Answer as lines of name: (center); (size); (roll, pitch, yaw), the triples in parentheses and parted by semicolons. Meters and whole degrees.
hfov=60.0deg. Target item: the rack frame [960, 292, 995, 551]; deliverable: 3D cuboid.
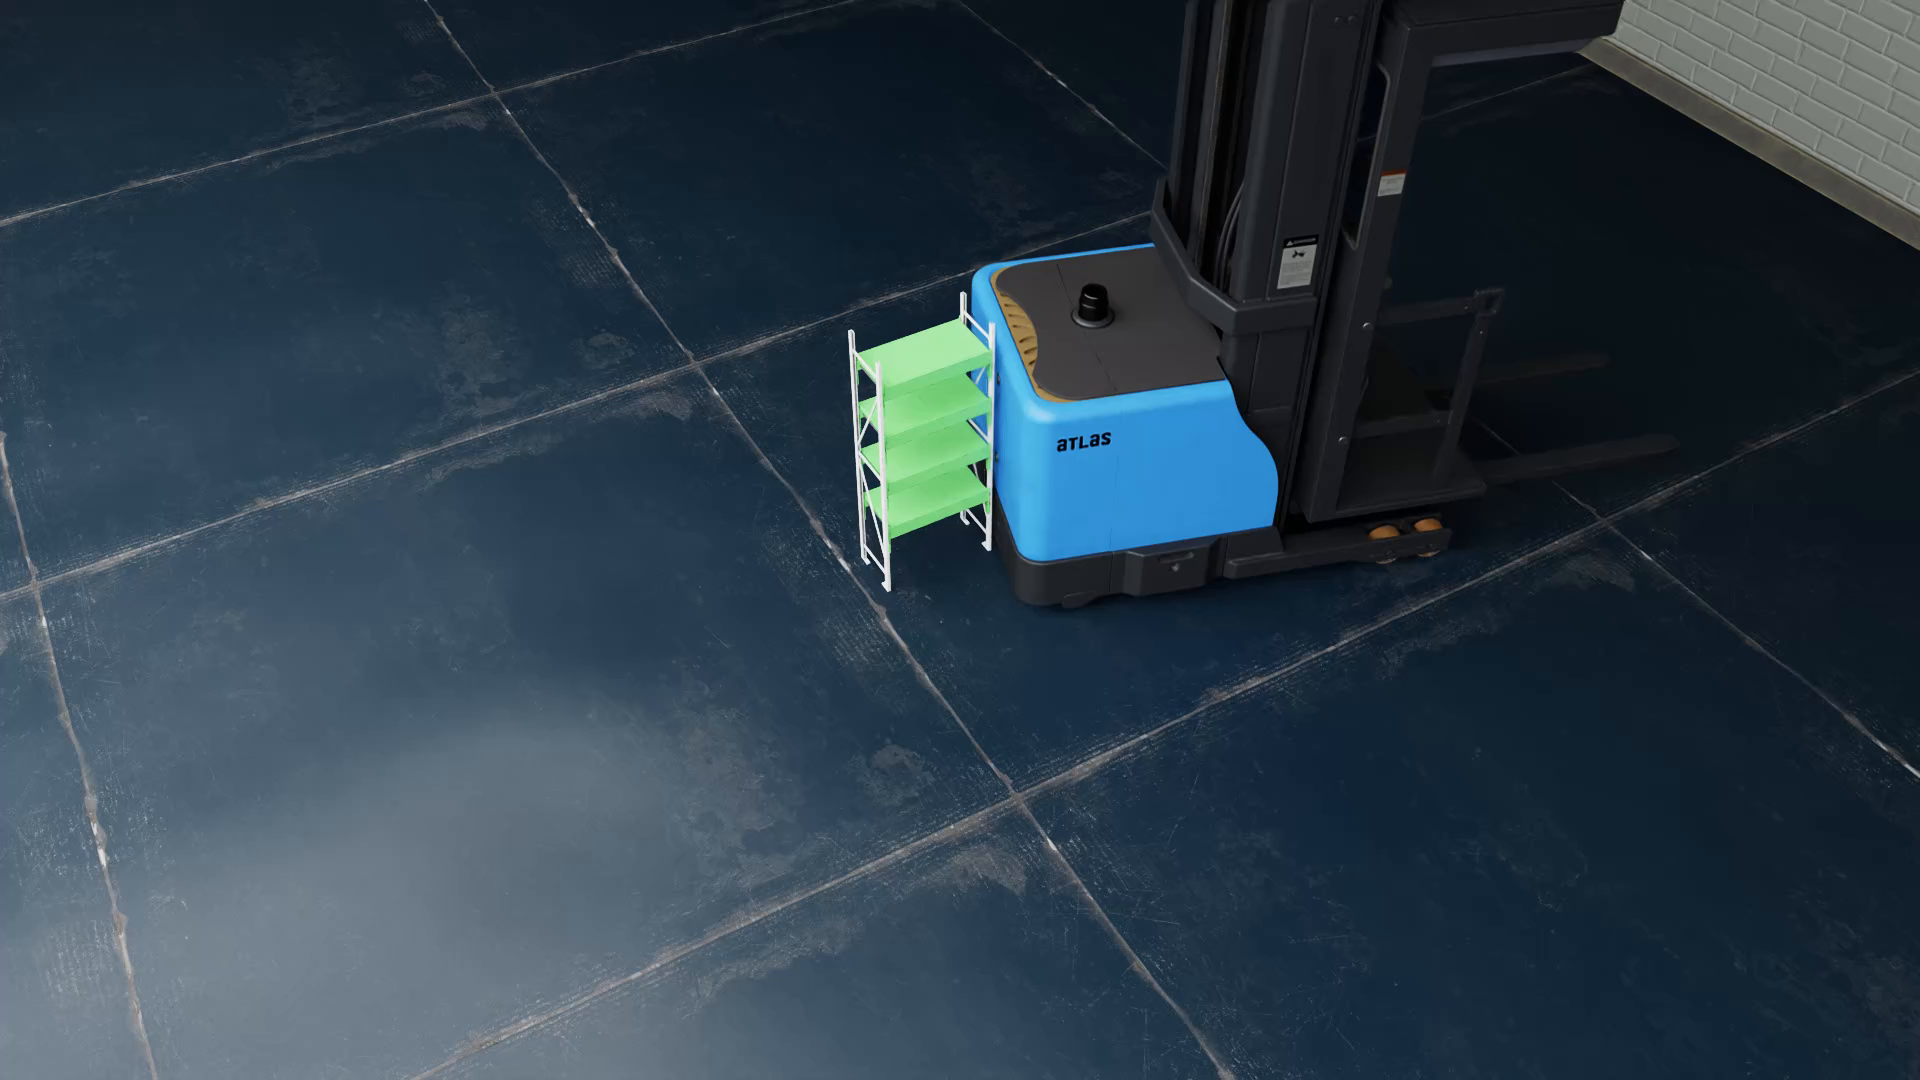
rack frame: (0.068, -0.458, 6.790); (0.015, 1.200, 0.240); (-22, 48, -21)

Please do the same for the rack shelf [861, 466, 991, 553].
rack shelf: (-0.144, -0.155, 6.914); (0.480, 0.148, 0.258); (-22, 48, -21)

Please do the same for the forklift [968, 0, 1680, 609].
forklift: (1.607, -1.303, 6.417); (3.031, 2.935, 1.130); (-9, 45, -9)

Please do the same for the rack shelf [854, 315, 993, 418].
rack shelf: (-0.144, -0.672, 6.413); (0.480, 0.148, 0.258); (-22, 48, -21)

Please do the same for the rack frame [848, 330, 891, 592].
rack frame: (-0.355, -0.288, 6.615); (0.015, 1.200, 0.240); (-22, 48, -21)

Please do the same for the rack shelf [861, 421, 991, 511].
rack shelf: (-0.144, -0.327, 6.747); (0.480, 0.148, 0.258); (-22, 48, -21)

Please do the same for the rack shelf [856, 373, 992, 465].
rack shelf: (-0.144, -0.500, 6.580); (0.480, 0.148, 0.258); (-22, 48, -21)

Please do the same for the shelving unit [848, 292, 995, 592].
shelving unit: (-0.144, -0.373, 6.702); (0.503, 1.200, 0.258); (-22, 48, -21)
